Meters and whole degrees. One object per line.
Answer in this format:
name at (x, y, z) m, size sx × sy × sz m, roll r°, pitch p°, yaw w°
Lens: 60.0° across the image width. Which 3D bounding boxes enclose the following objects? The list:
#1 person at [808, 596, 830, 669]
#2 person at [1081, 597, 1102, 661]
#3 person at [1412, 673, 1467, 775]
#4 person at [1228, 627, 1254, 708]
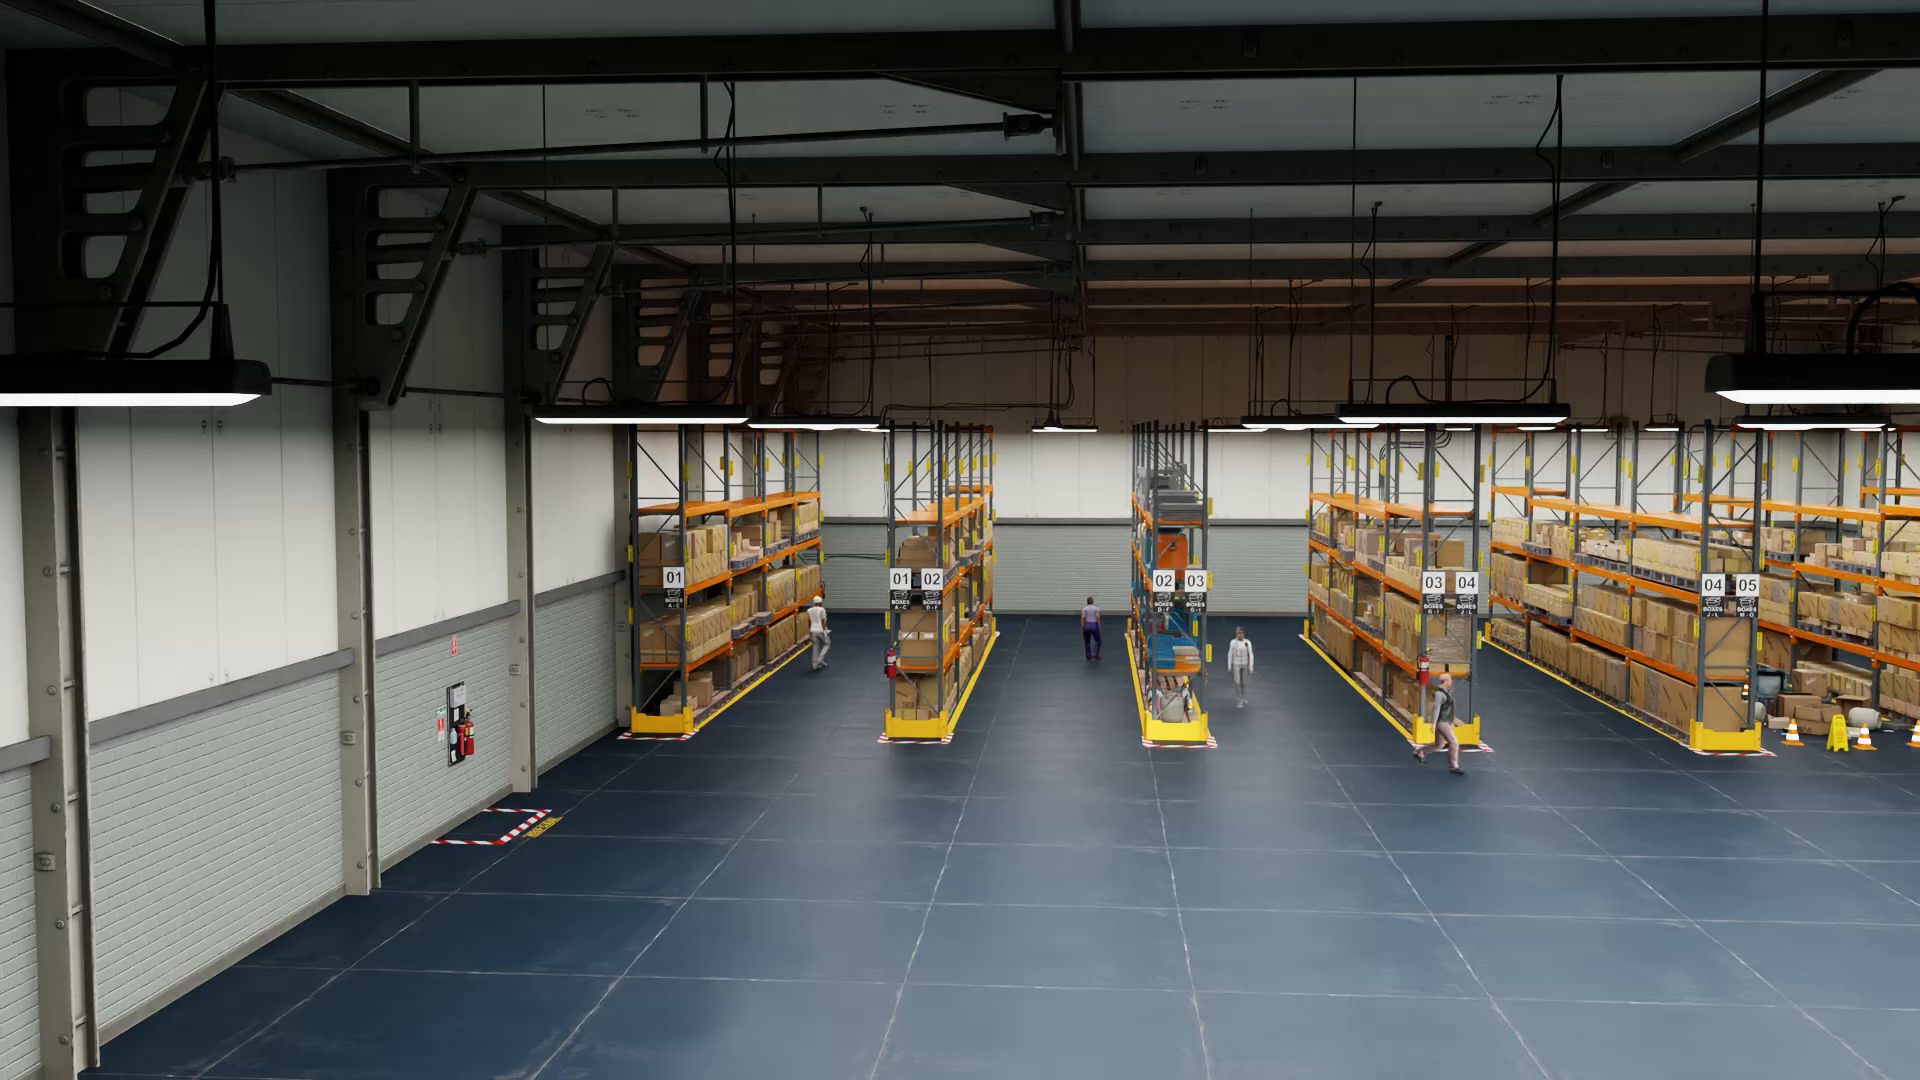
person at (-3.476, 2.250, 40.671) m, size 0.578 × 1.771 × 0.458 m, roll 2°, pitch 4°, yaw 24°
person at (3.316, 2.254, 41.943) m, size 0.537 × 1.645 × 0.522 m, roll 0°, pitch 4°, yaw 4°
person at (8.178, 3.097, 28.305) m, size 0.977 × 1.664 × 0.547 m, roll 2°, pitch 4°, yaw 26°
person at (5.932, 2.695, 35.080) m, size 0.517 × 1.726 × 0.610 m, roll 0°, pitch 4°, yaw -1°
